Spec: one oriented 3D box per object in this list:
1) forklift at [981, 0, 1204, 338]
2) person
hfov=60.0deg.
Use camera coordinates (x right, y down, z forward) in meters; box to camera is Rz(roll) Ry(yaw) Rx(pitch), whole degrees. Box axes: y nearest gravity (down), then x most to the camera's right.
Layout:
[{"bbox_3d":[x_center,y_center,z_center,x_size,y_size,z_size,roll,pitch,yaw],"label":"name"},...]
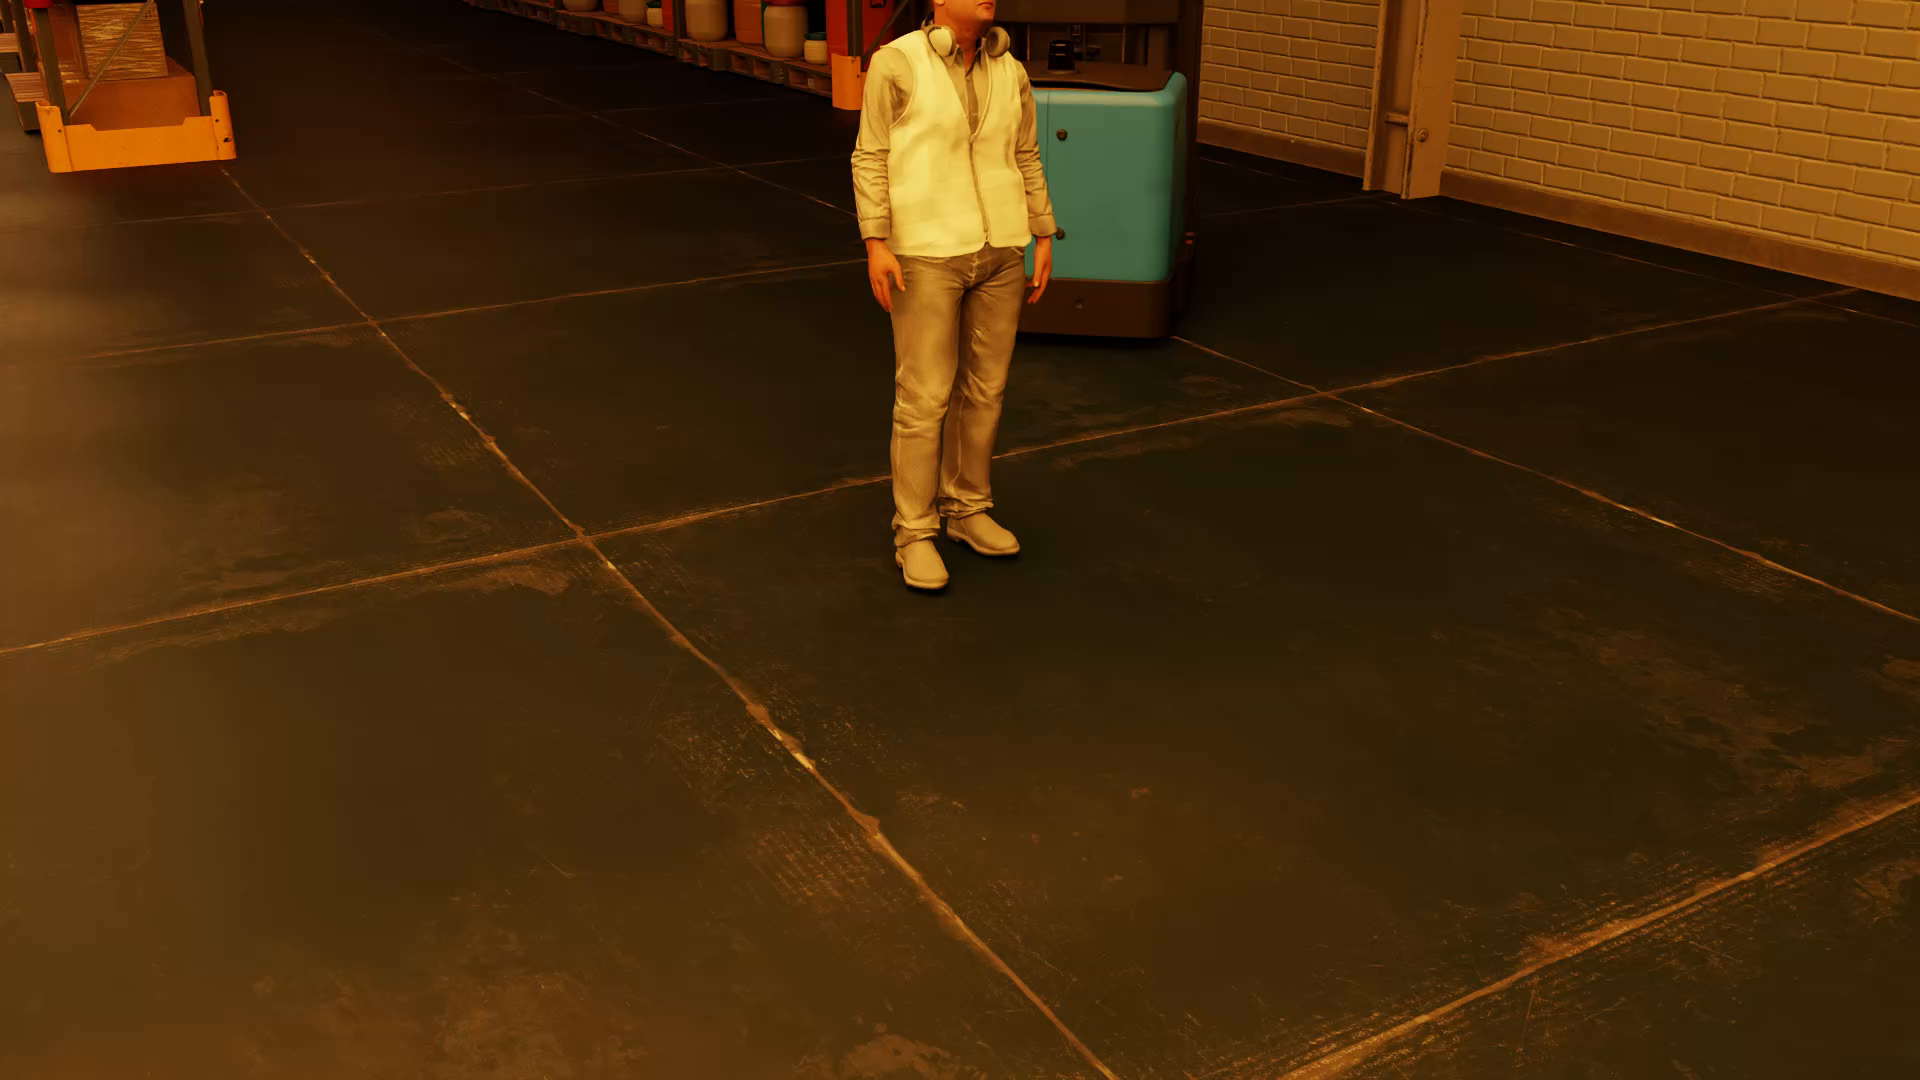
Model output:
[{"bbox_3d":[0.637,-2.734,7.937,1.130,2.935,3.031,4,23,10],"label":"forklift"},{"bbox_3d":[0.025,-0.805,4.741,0.633,1.775,0.566,-12,25,-28],"label":"person"}]
